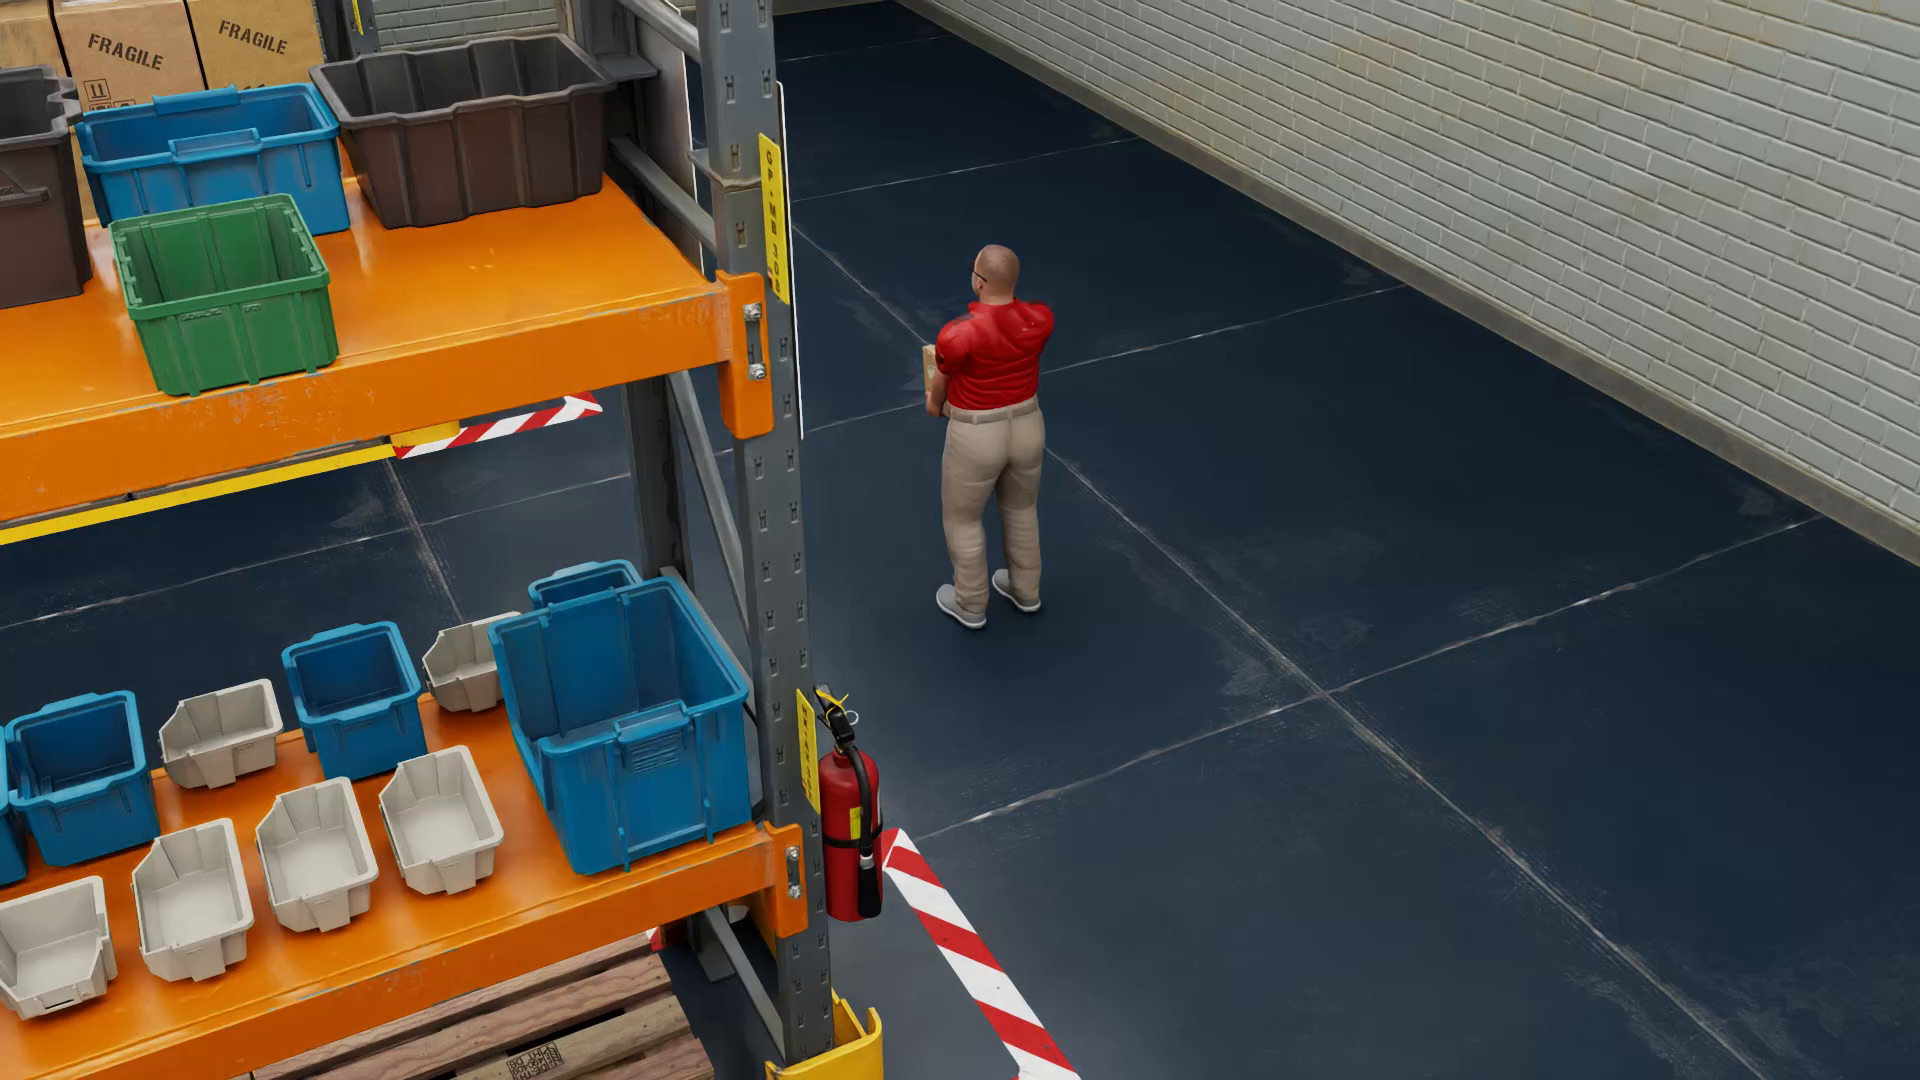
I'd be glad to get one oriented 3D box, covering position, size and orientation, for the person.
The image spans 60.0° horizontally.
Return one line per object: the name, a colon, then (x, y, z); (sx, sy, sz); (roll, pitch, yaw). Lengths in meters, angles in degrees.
person: (0.083, -0.463, 6.884); (0.493, 1.719, 0.538); (-15, 36, -22)
